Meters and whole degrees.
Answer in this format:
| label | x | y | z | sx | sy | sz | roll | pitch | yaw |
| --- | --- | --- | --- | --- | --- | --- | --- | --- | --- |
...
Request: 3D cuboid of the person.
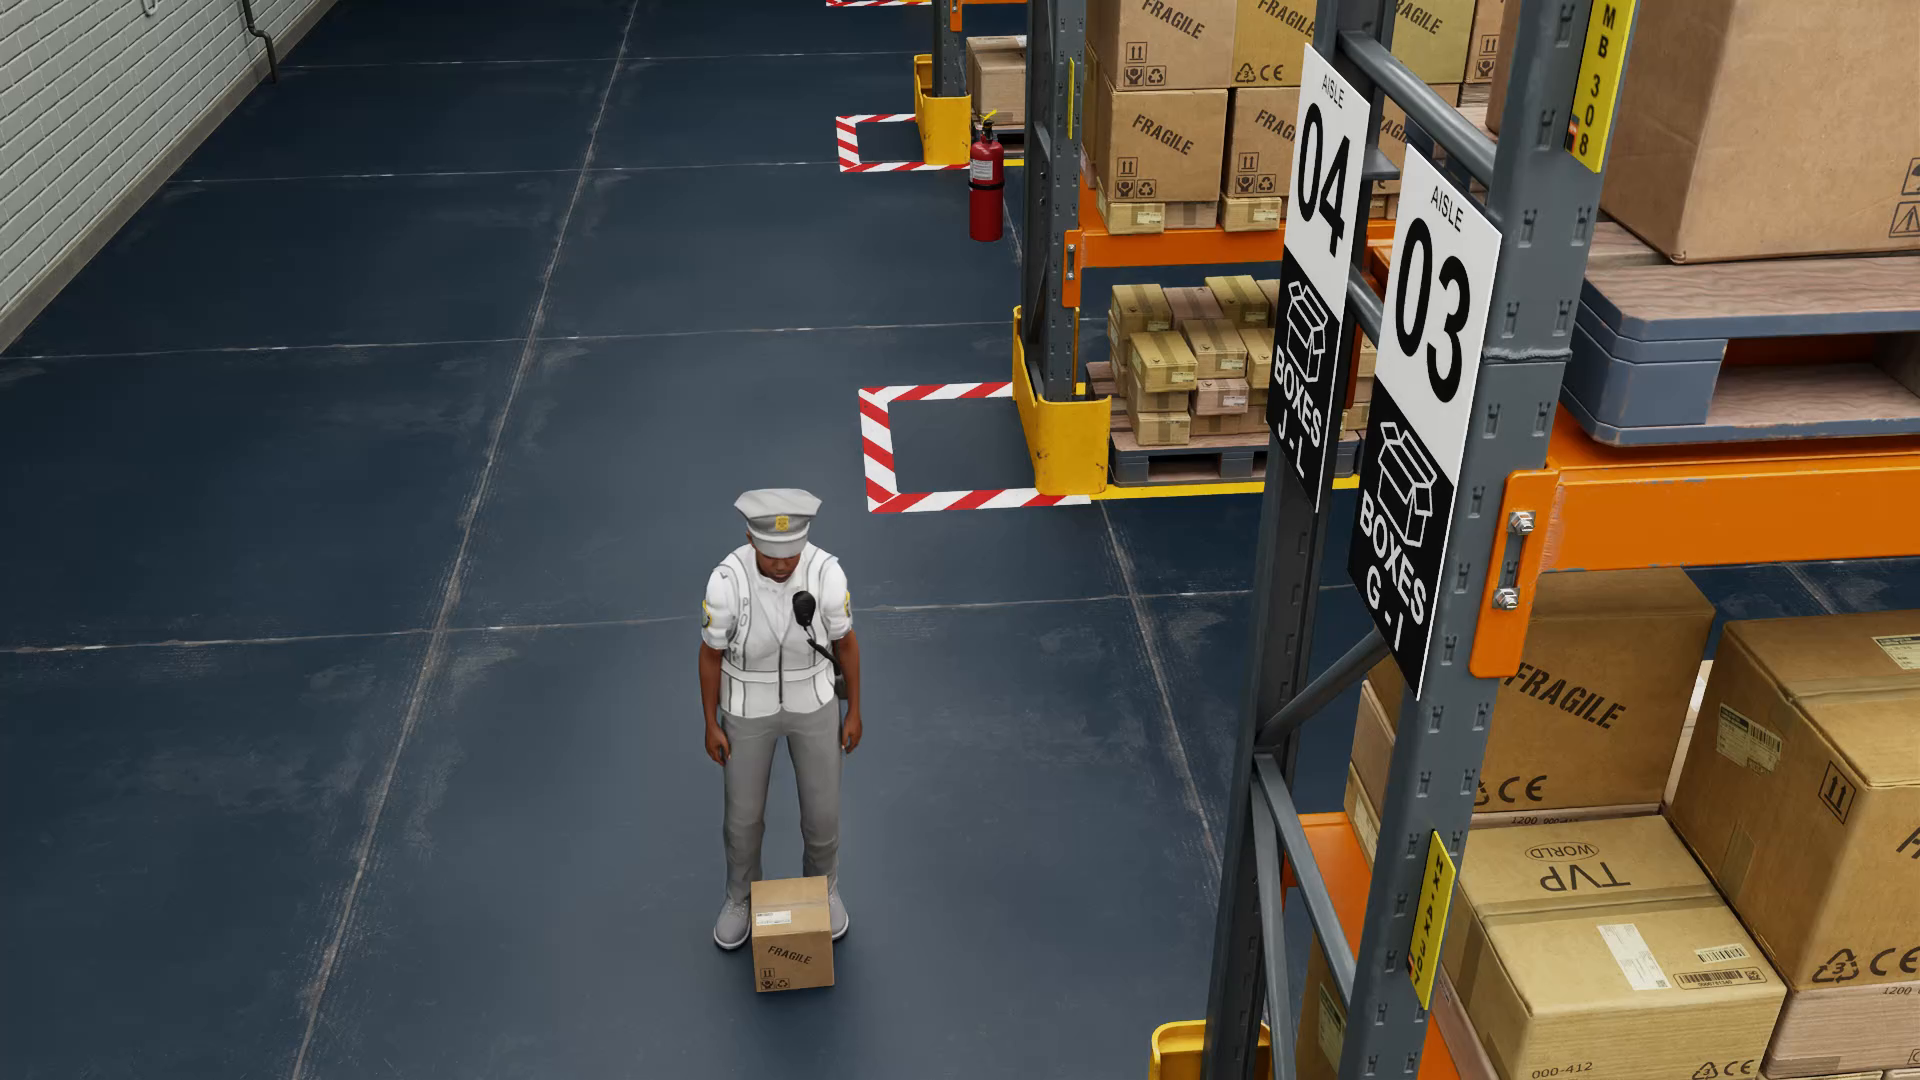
| label | x | y | z | sx | sy | sz | roll | pitch | yaw |
| --- | --- | --- | --- | --- | --- | --- | --- | --- | --- |
| person | -0.579 | 0.552 | 5.223 | 0.514 | 1.663 | 0.393 | -4 | 32 | -7 |
